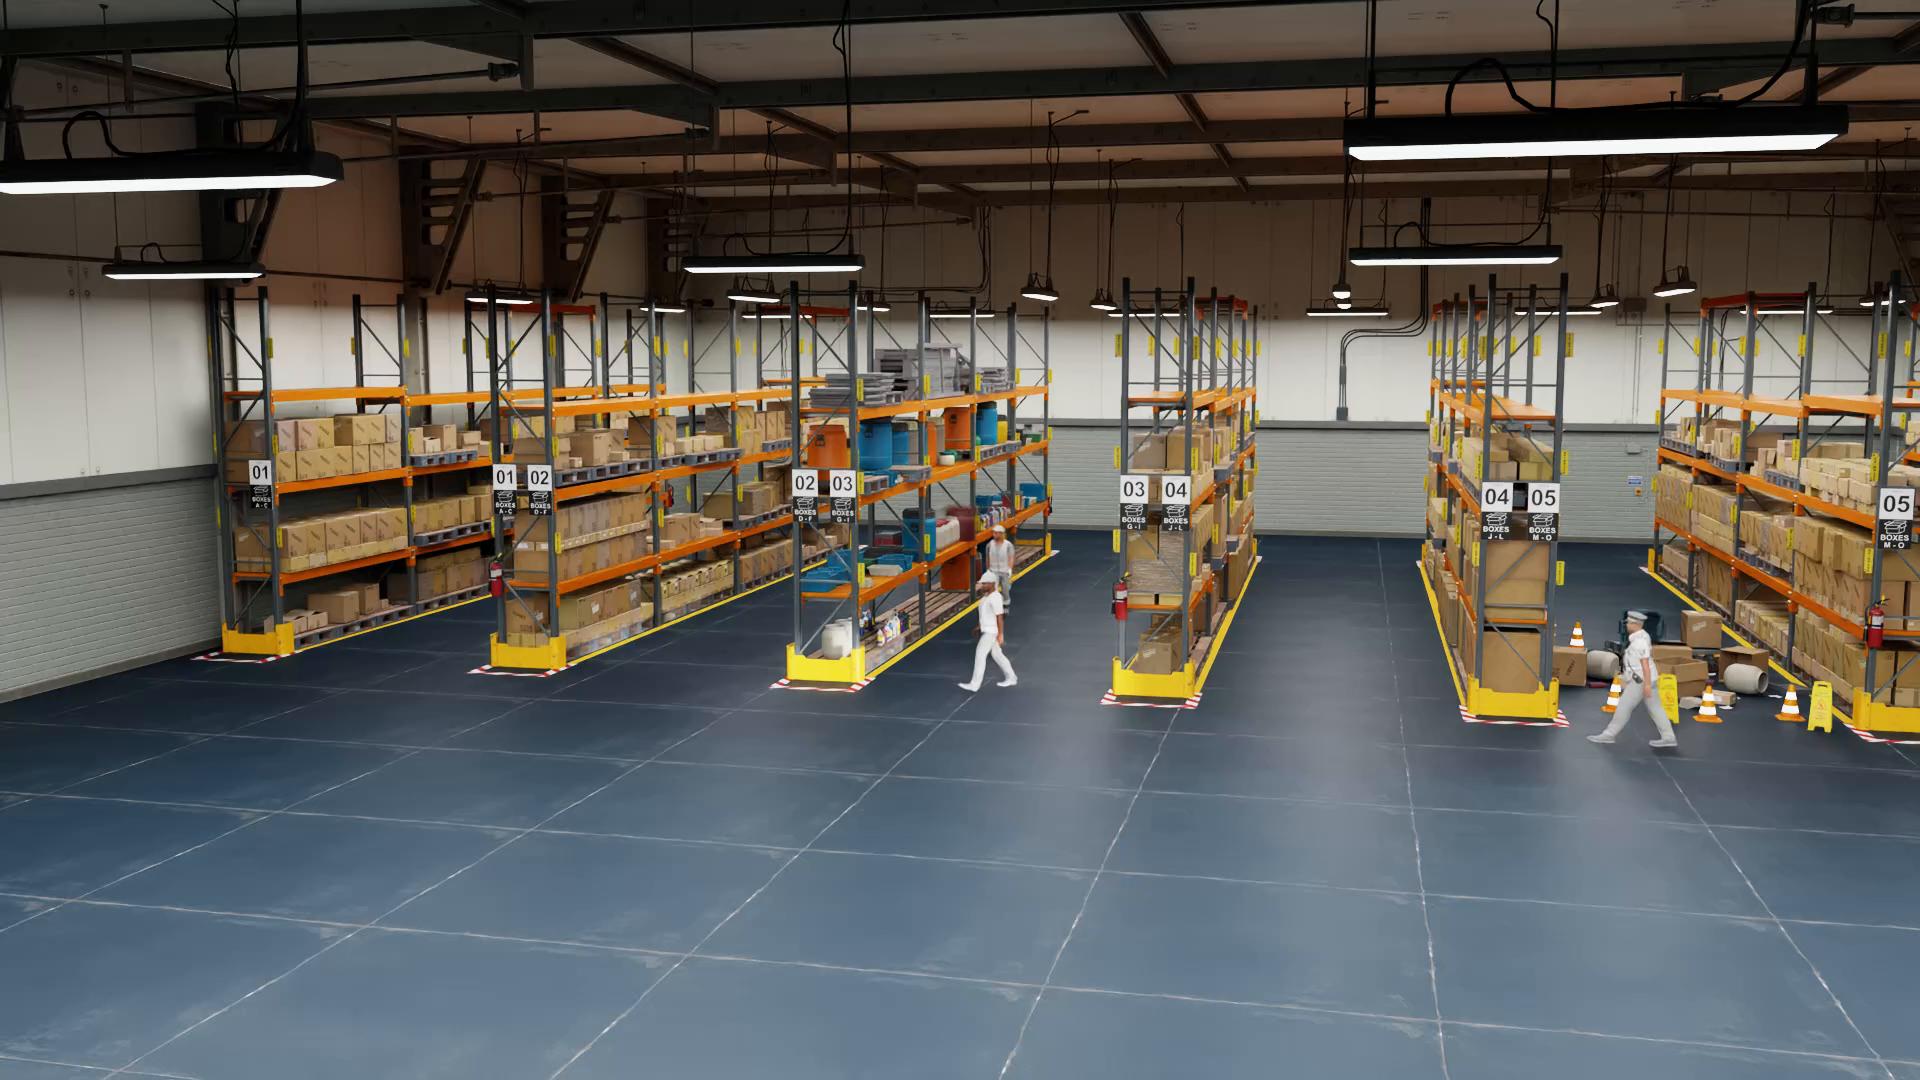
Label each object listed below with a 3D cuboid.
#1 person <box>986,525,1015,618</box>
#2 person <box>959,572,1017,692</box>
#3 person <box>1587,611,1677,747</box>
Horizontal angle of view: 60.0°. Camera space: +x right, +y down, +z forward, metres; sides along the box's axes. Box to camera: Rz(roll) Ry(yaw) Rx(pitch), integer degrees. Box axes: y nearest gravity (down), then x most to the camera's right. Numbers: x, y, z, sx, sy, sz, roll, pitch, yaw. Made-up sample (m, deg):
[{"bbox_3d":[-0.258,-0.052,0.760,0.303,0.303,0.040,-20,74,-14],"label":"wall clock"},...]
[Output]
[{"bbox_3d":[0.716,0.604,30.501,0.565,1.746,0.978,1,7,11],"label":"person"},{"bbox_3d":[0.413,1.342,24.454,0.896,1.746,0.563,0,7,-4],"label":"person"},{"bbox_3d":[8.494,1.738,20.908,1.038,1.687,0.587,4,8,30],"label":"person"}]
